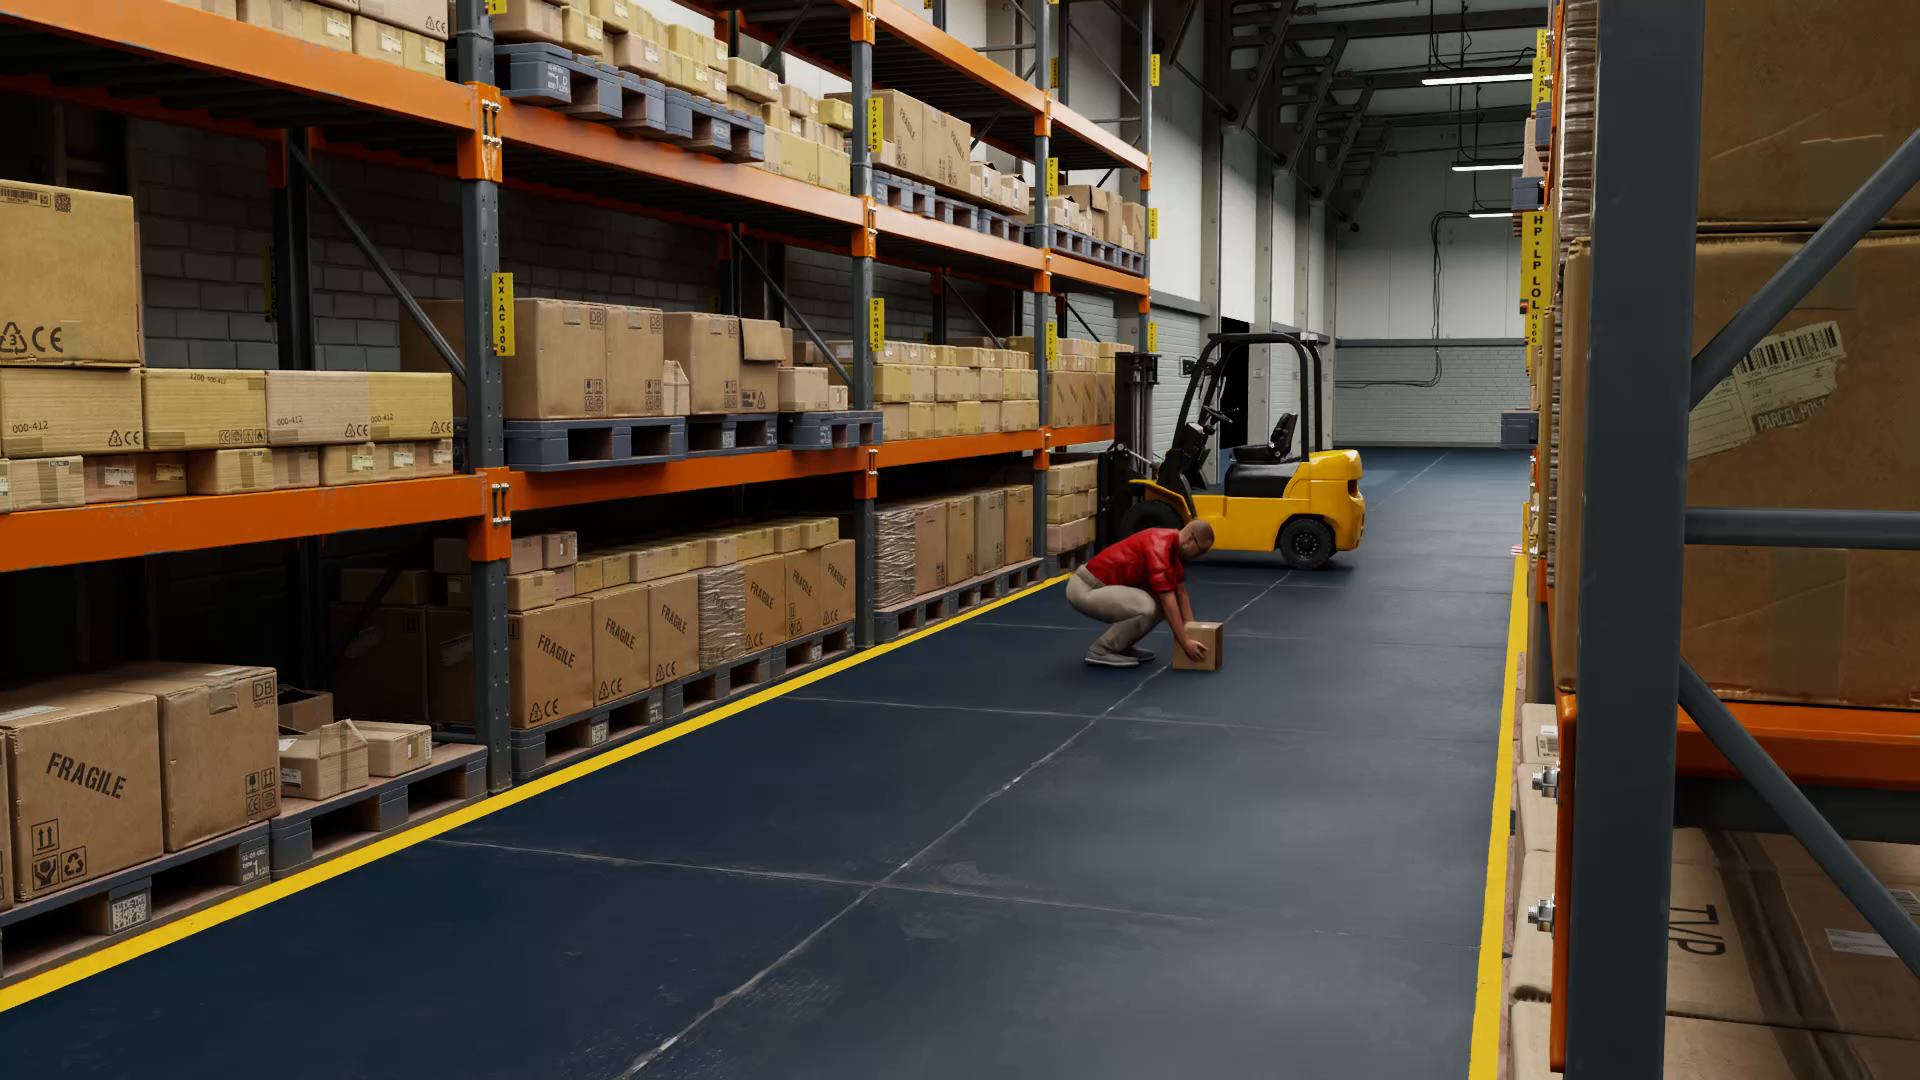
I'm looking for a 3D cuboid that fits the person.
[{"bbox_3d":[1.083,0.310,9.943,0.871,0.876,0.562,2,5,19],"label":"person"}]
